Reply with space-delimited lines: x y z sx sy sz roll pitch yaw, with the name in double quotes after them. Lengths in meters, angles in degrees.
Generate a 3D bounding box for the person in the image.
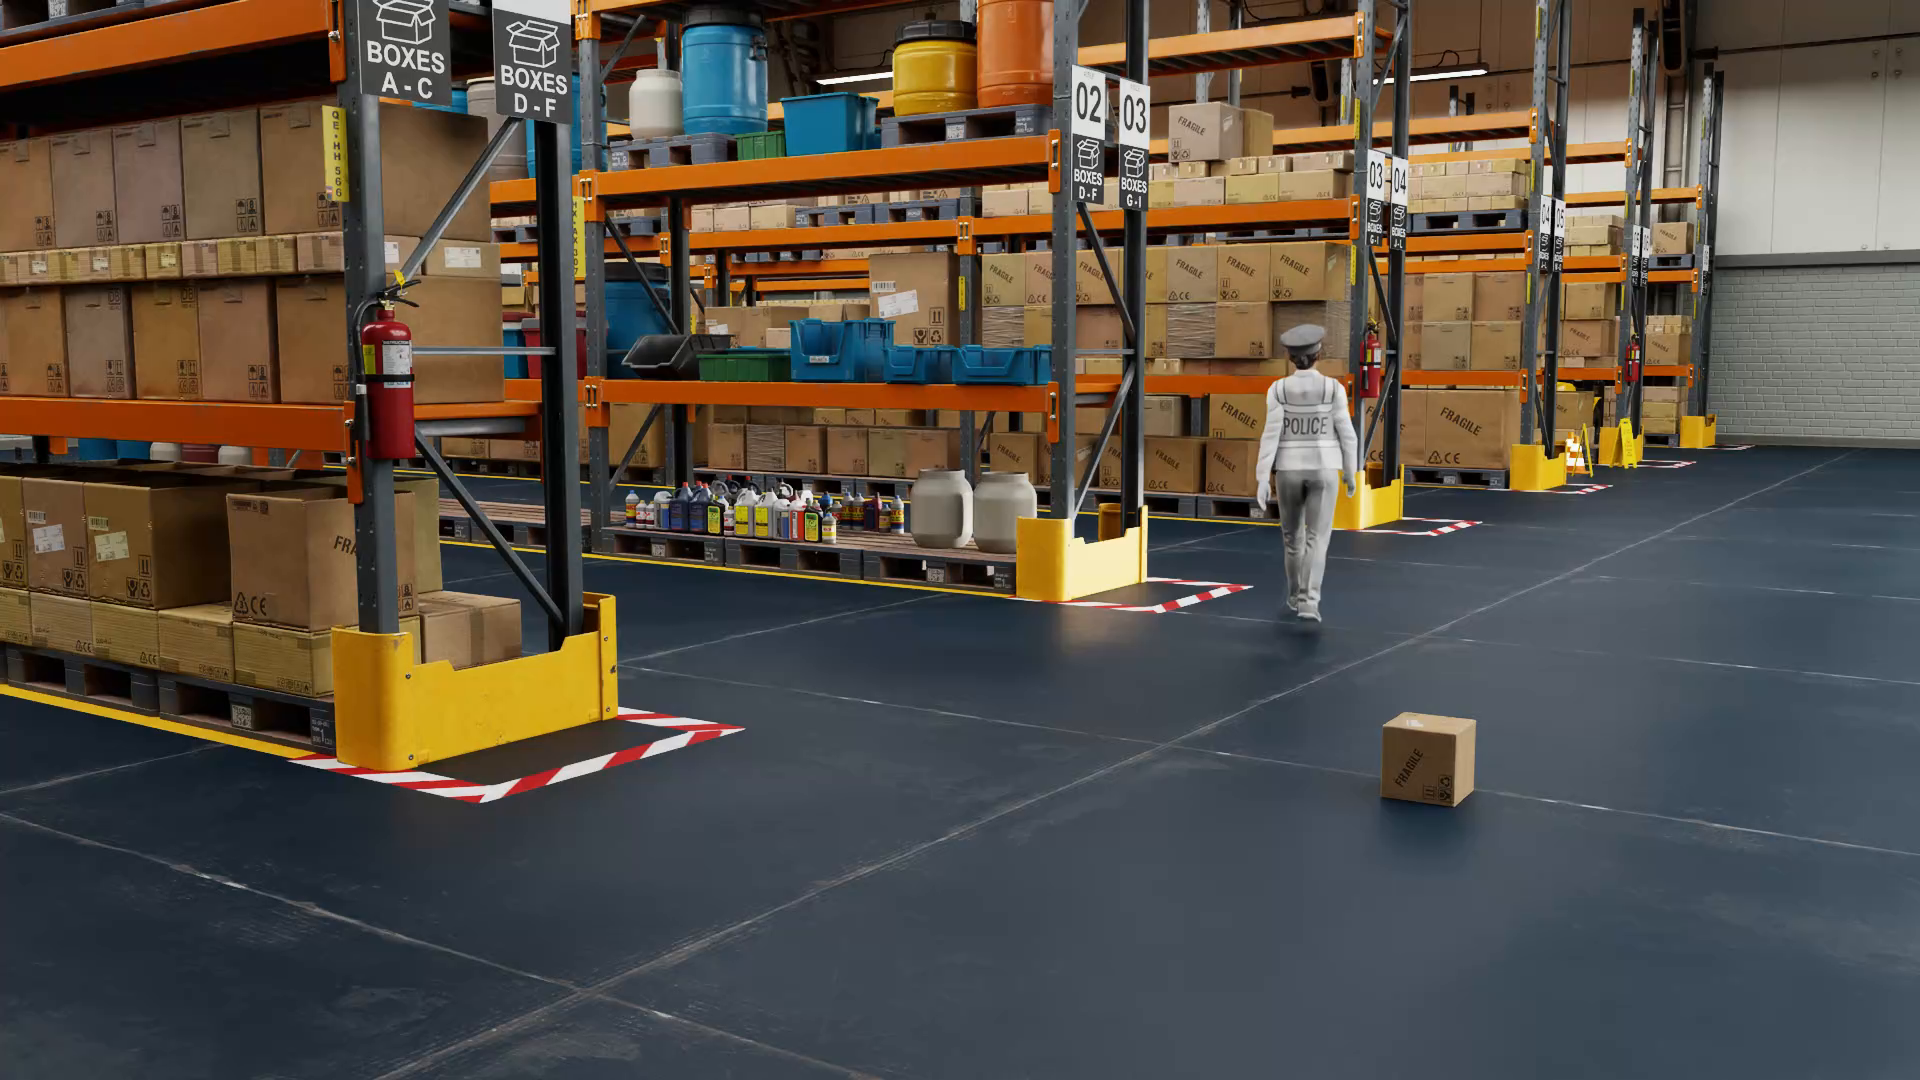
1.930 -0.372 9.199 0.520 1.637 1.012 2 7 21 "person"
